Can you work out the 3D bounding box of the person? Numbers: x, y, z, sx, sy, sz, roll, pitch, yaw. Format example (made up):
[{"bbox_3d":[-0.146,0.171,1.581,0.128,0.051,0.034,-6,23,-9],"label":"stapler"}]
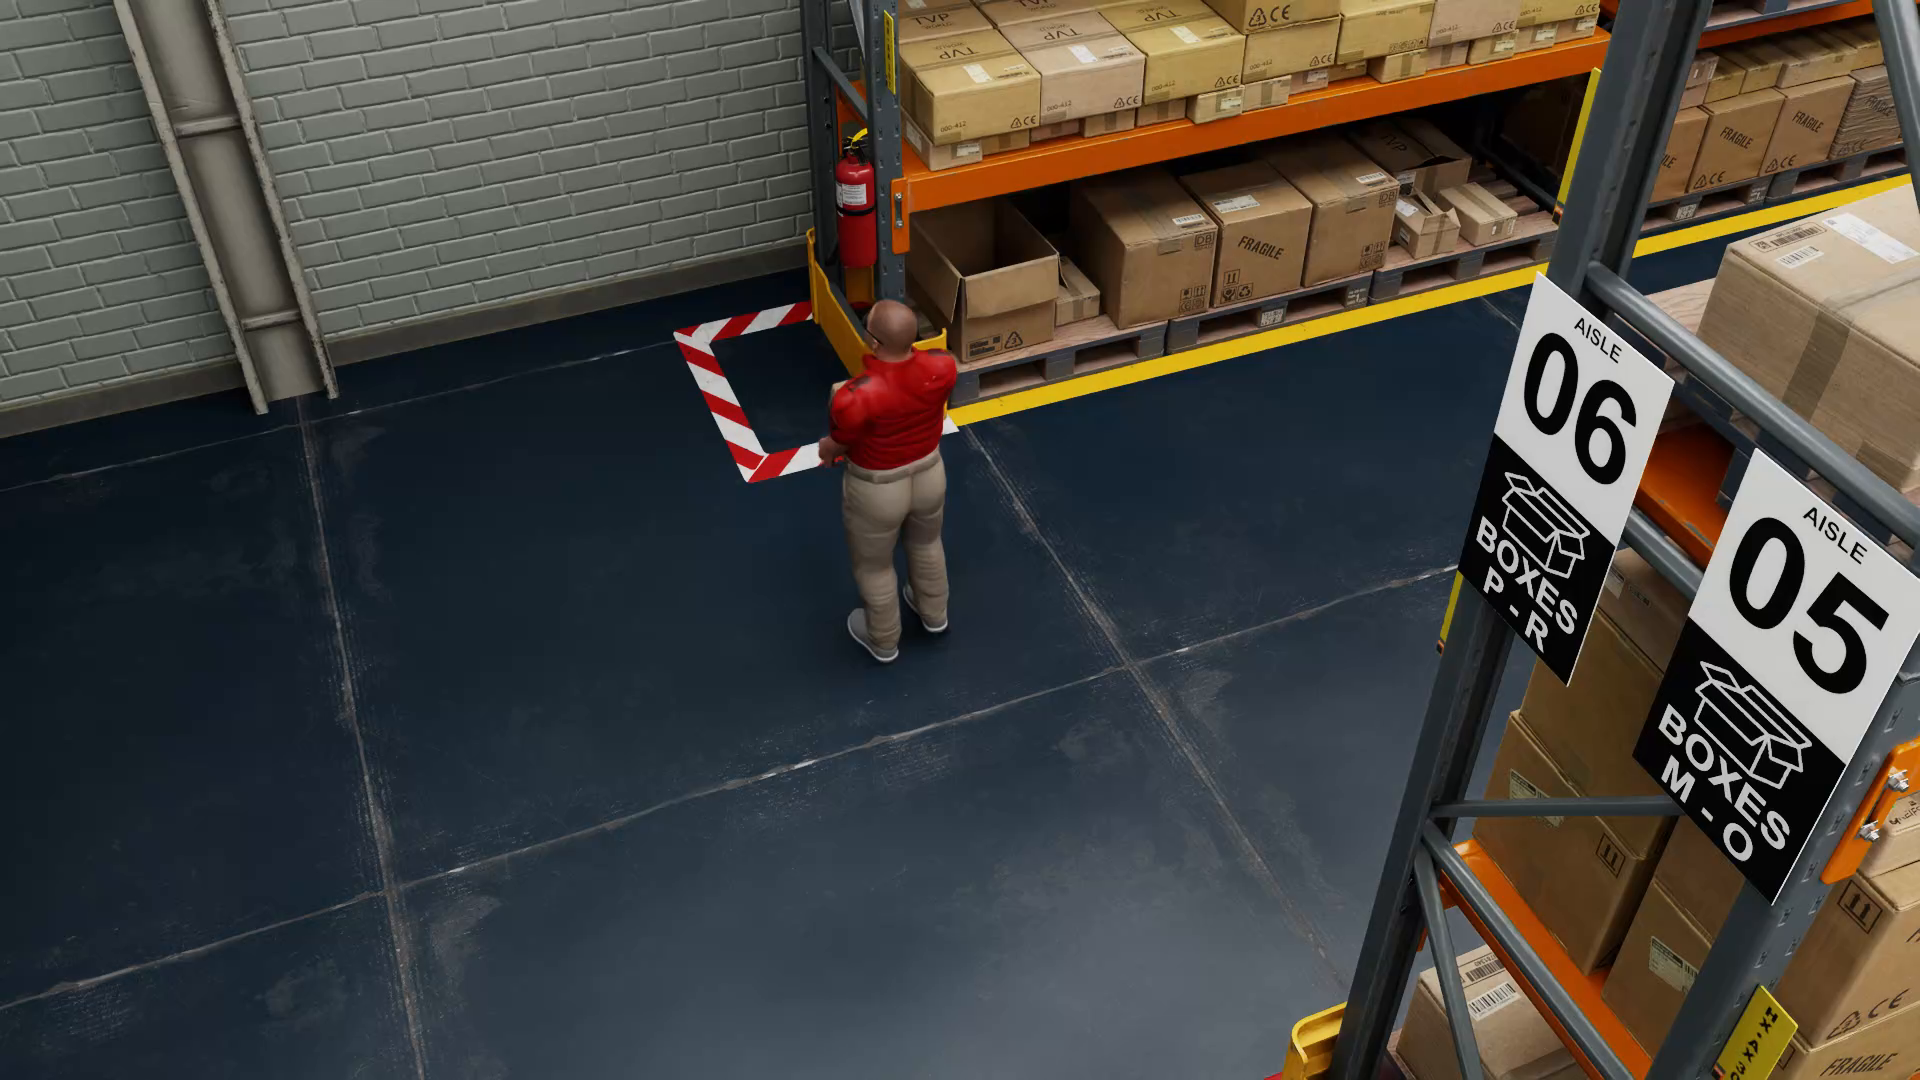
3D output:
[{"bbox_3d":[-0.298,-0.268,6.472,0.547,1.728,0.515,-24,47,-25],"label":"person"}]
